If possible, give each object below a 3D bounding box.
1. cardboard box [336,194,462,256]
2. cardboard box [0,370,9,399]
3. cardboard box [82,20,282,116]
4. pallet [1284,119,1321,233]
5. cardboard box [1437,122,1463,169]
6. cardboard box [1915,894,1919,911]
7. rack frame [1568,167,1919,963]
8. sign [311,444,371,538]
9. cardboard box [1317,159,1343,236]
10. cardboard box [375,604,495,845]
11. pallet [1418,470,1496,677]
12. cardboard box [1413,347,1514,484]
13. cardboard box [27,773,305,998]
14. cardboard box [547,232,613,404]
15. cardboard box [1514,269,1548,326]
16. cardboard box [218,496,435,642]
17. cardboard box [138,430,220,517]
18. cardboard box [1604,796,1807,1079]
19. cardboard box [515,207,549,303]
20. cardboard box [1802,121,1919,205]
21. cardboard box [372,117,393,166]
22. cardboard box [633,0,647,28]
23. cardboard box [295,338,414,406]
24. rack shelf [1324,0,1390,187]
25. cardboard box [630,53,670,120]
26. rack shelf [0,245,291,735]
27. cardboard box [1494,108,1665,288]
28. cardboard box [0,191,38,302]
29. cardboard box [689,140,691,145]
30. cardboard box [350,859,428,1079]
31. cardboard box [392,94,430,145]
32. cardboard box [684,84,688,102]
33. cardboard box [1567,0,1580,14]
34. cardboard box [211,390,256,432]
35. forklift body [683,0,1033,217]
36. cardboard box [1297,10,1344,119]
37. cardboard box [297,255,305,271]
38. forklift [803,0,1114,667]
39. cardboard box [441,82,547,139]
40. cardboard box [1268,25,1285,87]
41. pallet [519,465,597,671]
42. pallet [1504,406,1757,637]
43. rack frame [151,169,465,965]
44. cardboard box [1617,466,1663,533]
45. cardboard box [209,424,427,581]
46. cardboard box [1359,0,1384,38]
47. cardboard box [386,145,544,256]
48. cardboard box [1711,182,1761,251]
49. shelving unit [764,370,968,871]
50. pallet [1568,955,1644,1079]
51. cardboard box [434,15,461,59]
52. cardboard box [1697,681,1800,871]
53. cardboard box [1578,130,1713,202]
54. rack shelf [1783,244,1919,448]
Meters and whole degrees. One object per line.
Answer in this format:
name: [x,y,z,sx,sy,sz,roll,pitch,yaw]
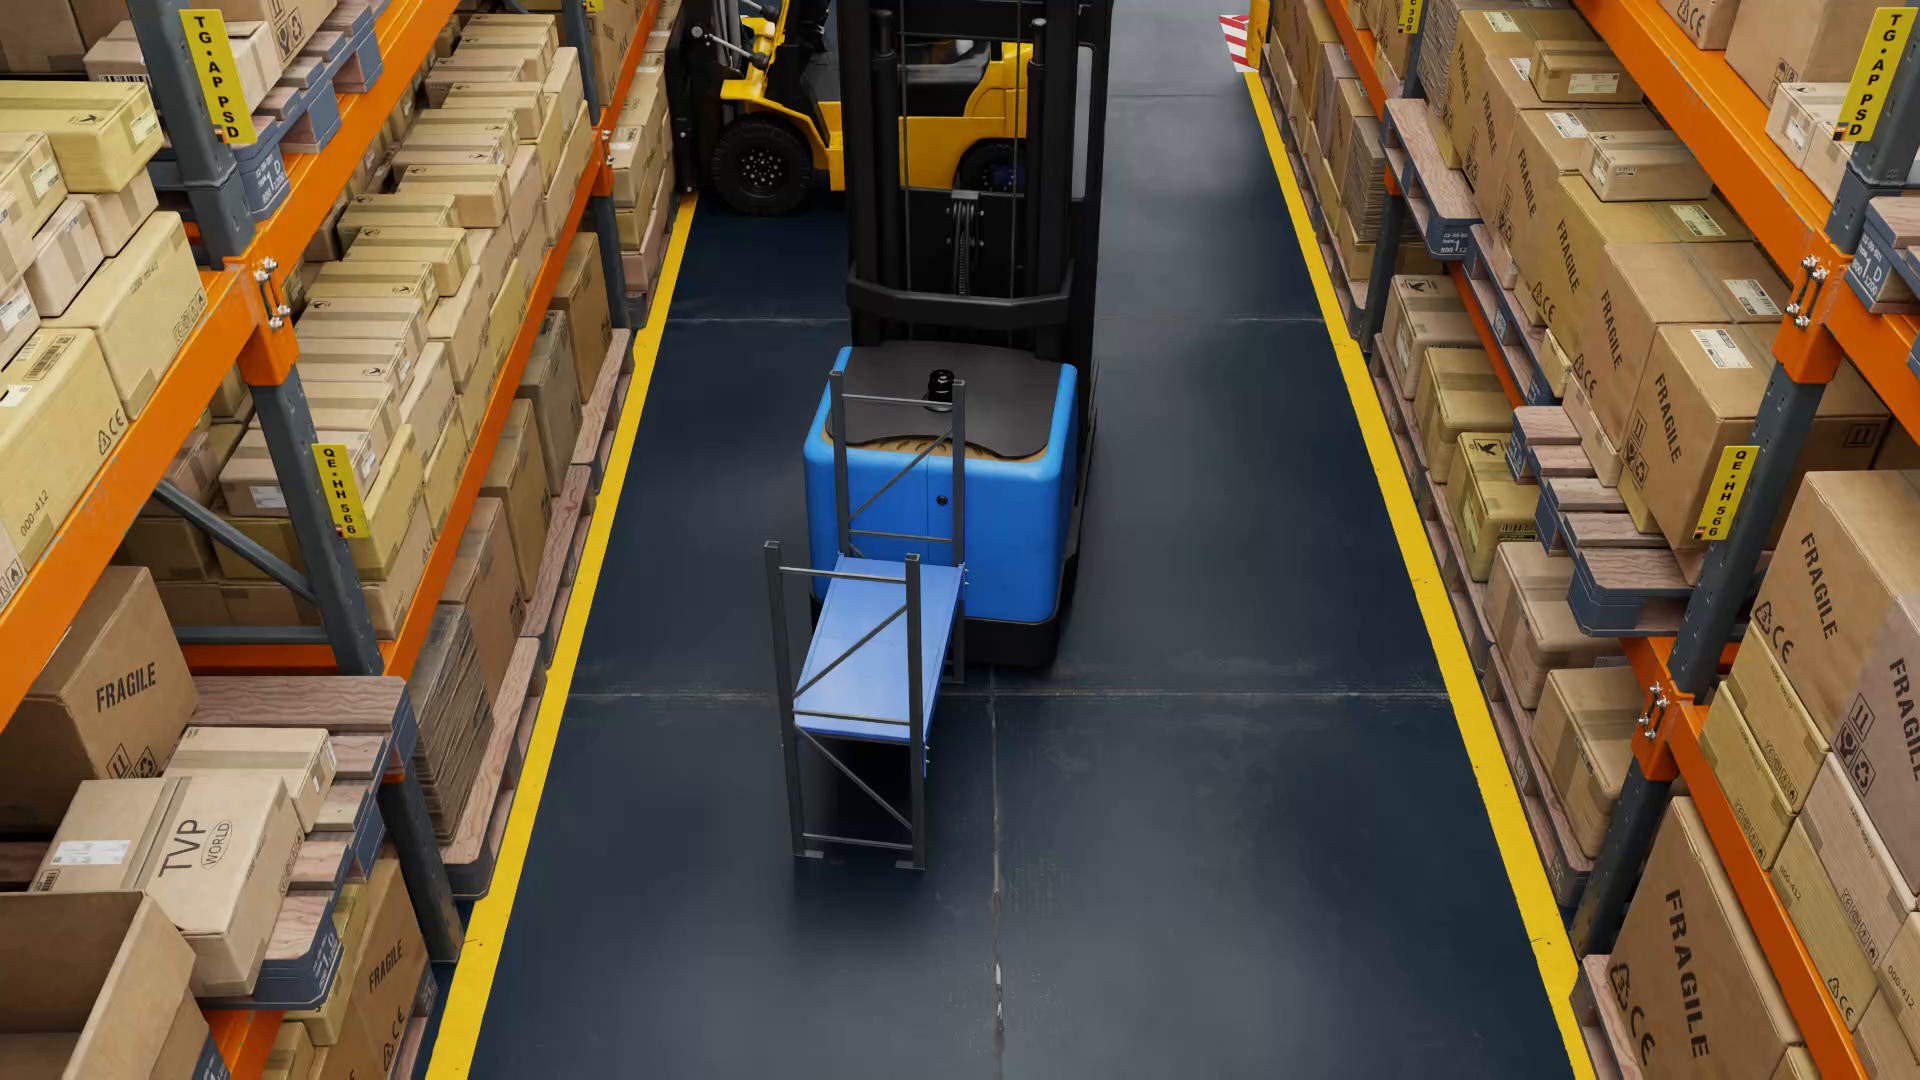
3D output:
cardboard box: [-2.092,-1.170,6.212,0.380,0.149,0.250,0,39,0]
cardboard box: [-2.037,-0.272,3.094,0.380,0.149,0.250,0,39,0]
cardboard box: [-1.974,-1.209,4.232,0.380,0.166,0.250,0,39,0]
pallet: [2.641,-2.312,10.466,1.003,0.211,1.213,0,39,0]
cardboard box: [2.358,-1.779,7.437,0.380,0.149,0.250,1,39,1]
cardboard box: [2.438,0.799,3.475,0.500,0.500,0.500,1,39,1]
rack frame: [2.686,0.286,4.995,1.000,3.000,0.127,0,39,0]
sign: [-1.735,-0.135,4.658,0.100,0.325,0.005,0,39,0]
cardboard box: [2.402,-2.009,9.721,0.500,0.250,0.500,-1,39,-1]
cardboard box: [-2.264,0.665,6.085,0.875,0.625,0.625,1,39,1]
pallet: [2.688,0.124,7.426,1.003,0.211,1.213,0,39,0]
cardboard box: [2.689,-0.576,7.836,0.950,0.372,0.625,2,39,3]
cardboard box: [-1.952,0.846,4.080,0.500,0.250,0.500,-2,39,-2]
cardboard box: [-2.270,-1.120,8.313,0.875,0.625,0.625,2,39,2]
cardboard box: [2.370,-0.954,6.406,0.380,0.149,0.250,-1,39,-1]
cardboard box: [-2.033,0.073,5.381,0.500,0.250,0.500,0,39,0]
cardboard box: [-2.480,-0.204,5.007,0.380,0.149,0.250,1,39,1]
cardboard box: [2.604,1.383,4.989,0.875,0.875,0.875,0,39,0]
cardboard box: [-2.044,-1.211,6.983,0.500,0.250,0.500,0,39,0]
cardboard box: [2.476,-0.983,4.381,0.380,0.149,0.250,0,39,0]
cardboard box: [-2.553,-1.642,6.802,0.380,0.149,0.250,0,39,0]
cardboard box: [-2.040,-3.169,9.225,0.500,0.500,0.500,0,39,0]
cardboard box: [-2.011,-0.527,5.411,0.380,0.149,0.250,1,39,1]
rack shelf: [2.679,-3.185,9.902,1.077,0.370,4.000,0,39,0]
cardboard box: [-1.971,-2.624,9.689,0.500,0.250,0.500,1,39,1]
rack shelf: [-2.275,0.653,2.713,1.077,0.370,4.000,0,39,0]
cardboard box: [2.395,-1.297,6.317,0.500,0.500,0.500,-2,39,-2]
cardboard box: [-2.035,-0.546,3.198,0.380,0.149,0.250,-1,39,-2]
cardboard box: [-1.964,-2.560,10.408,0.500,0.250,0.500,1,39,1]
cardboard box: [-2.062,1.368,5.308,0.500,0.500,0.500,1,39,1]
cardboard box: [-2.547,-1.714,7.211,0.500,0.250,0.500,0,39,-1]
cardboard box: [-1.965,-2.743,10.238,0.500,0.250,0.500,0,39,0]
cardboard box: [2.912,-2.246,7.500,0.500,0.500,0.500,-1,39,-1]
cardboard box: [-2.558,-0.445,5.627,0.500,0.250,0.500,0,39,0]
forklift body: [-0.460,-3.195,10.017,2.313,2.155,1.214,0,39,0]
cardboard box: [2.400,-2.940,10.284,0.500,0.500,0.500,1,39,1]
cardboard box: [-2.608,-1.002,6.003,0.380,0.149,0.250,-1,39,-1]
forklift: [0.090,-1.529,7.315,1.130,2.935,3.031,5,39,6]
cardboard box: [-1.961,-1.809,7.011,0.380,0.149,0.250,-1,39,-1]
cardboard box: [2.402,-3.303,11.336,0.500,0.250,0.500,0,39,0]
pallet: [-2.238,0.104,7.451,1.003,0.211,1.213,0,39,0]
pallet: [2.579,-0.085,5.611,1.213,0.211,1.003,0,39,0]
rack frame: [-2.277,0.292,4.987,1.000,3.000,0.127,0,39,0]
cardboard box: [2.378,-0.152,5.407,0.380,0.149,0.250,1,39,1]
cardboard box: [-2.009,-0.122,5.224,0.500,0.250,0.500,0,39,0]
cardboard box: [2.425,-2.970,8.740,0.500,0.500,0.500,1,39,1]
cardboard box: [-2.023,-1.398,6.816,0.500,0.250,0.500,1,39,1]
cardboard box: [2.902,-0.973,5.911,0.500,0.500,0.500,1,39,1]
shelving unit: [-0.304,0.304,6.171,0.538,1.500,1.048,5,39,6]
pallet: [2.612,1.867,5.251,1.003,0.211,1.213,0,39,0]
cardboard box: [-2.496,-2.282,7.600,0.380,0.149,0.250,-1,39,-1]
cardboard box: [2.435,0.651,4.659,0.500,0.250,0.500,-1,39,-1]
cardboard box: [2.402,-1.309,5.812,0.380,0.149,0.250,-2,39,-2]
rack shelf: [2.689,0.647,2.721,1.077,0.370,4.000,0,39,0]
